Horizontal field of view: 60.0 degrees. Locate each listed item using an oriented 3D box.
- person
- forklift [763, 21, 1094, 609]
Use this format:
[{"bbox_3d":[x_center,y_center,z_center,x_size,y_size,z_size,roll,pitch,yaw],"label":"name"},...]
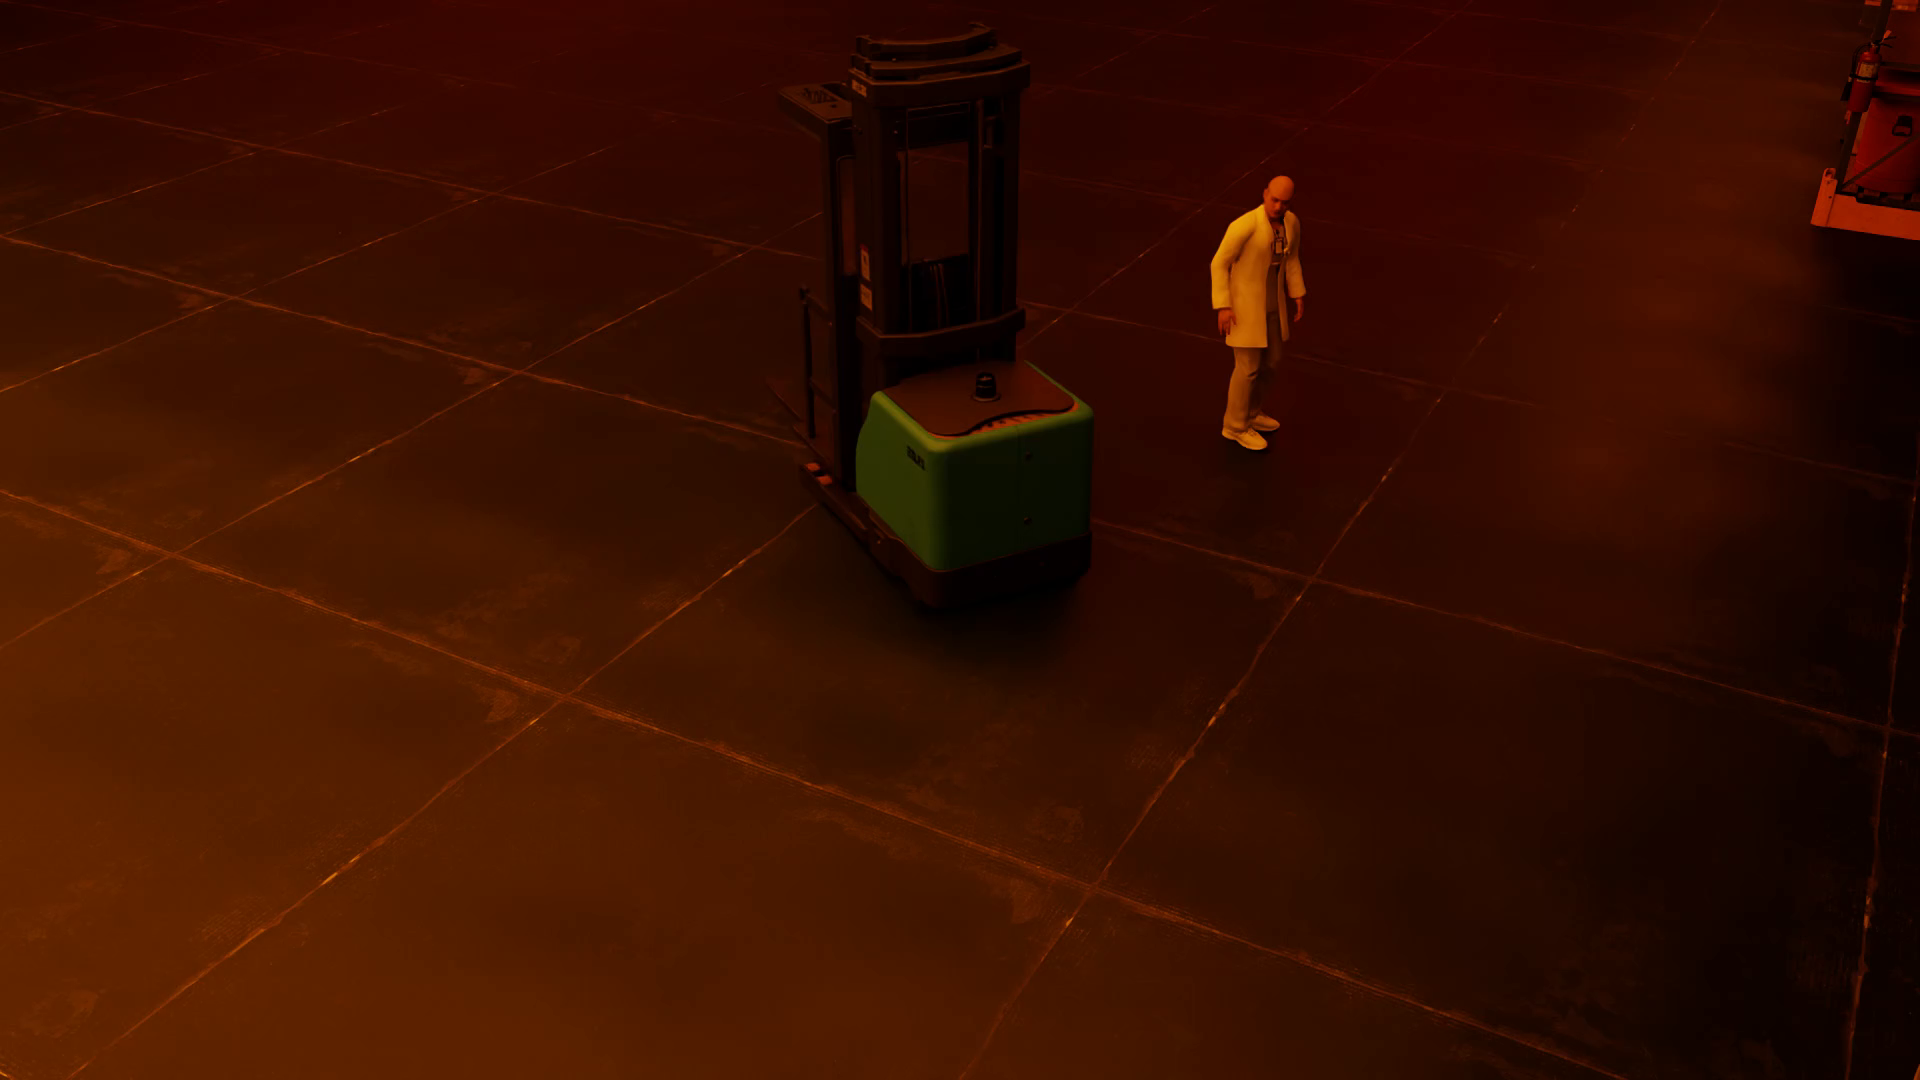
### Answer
[{"bbox_3d":[1.986,-1.492,10.823,0.763,1.764,0.517,-21,36,-32],"label":"person"},{"bbox_3d":[-0.370,-1.600,9.843,1.130,2.935,3.031,-14,33,-23],"label":"forklift"}]
